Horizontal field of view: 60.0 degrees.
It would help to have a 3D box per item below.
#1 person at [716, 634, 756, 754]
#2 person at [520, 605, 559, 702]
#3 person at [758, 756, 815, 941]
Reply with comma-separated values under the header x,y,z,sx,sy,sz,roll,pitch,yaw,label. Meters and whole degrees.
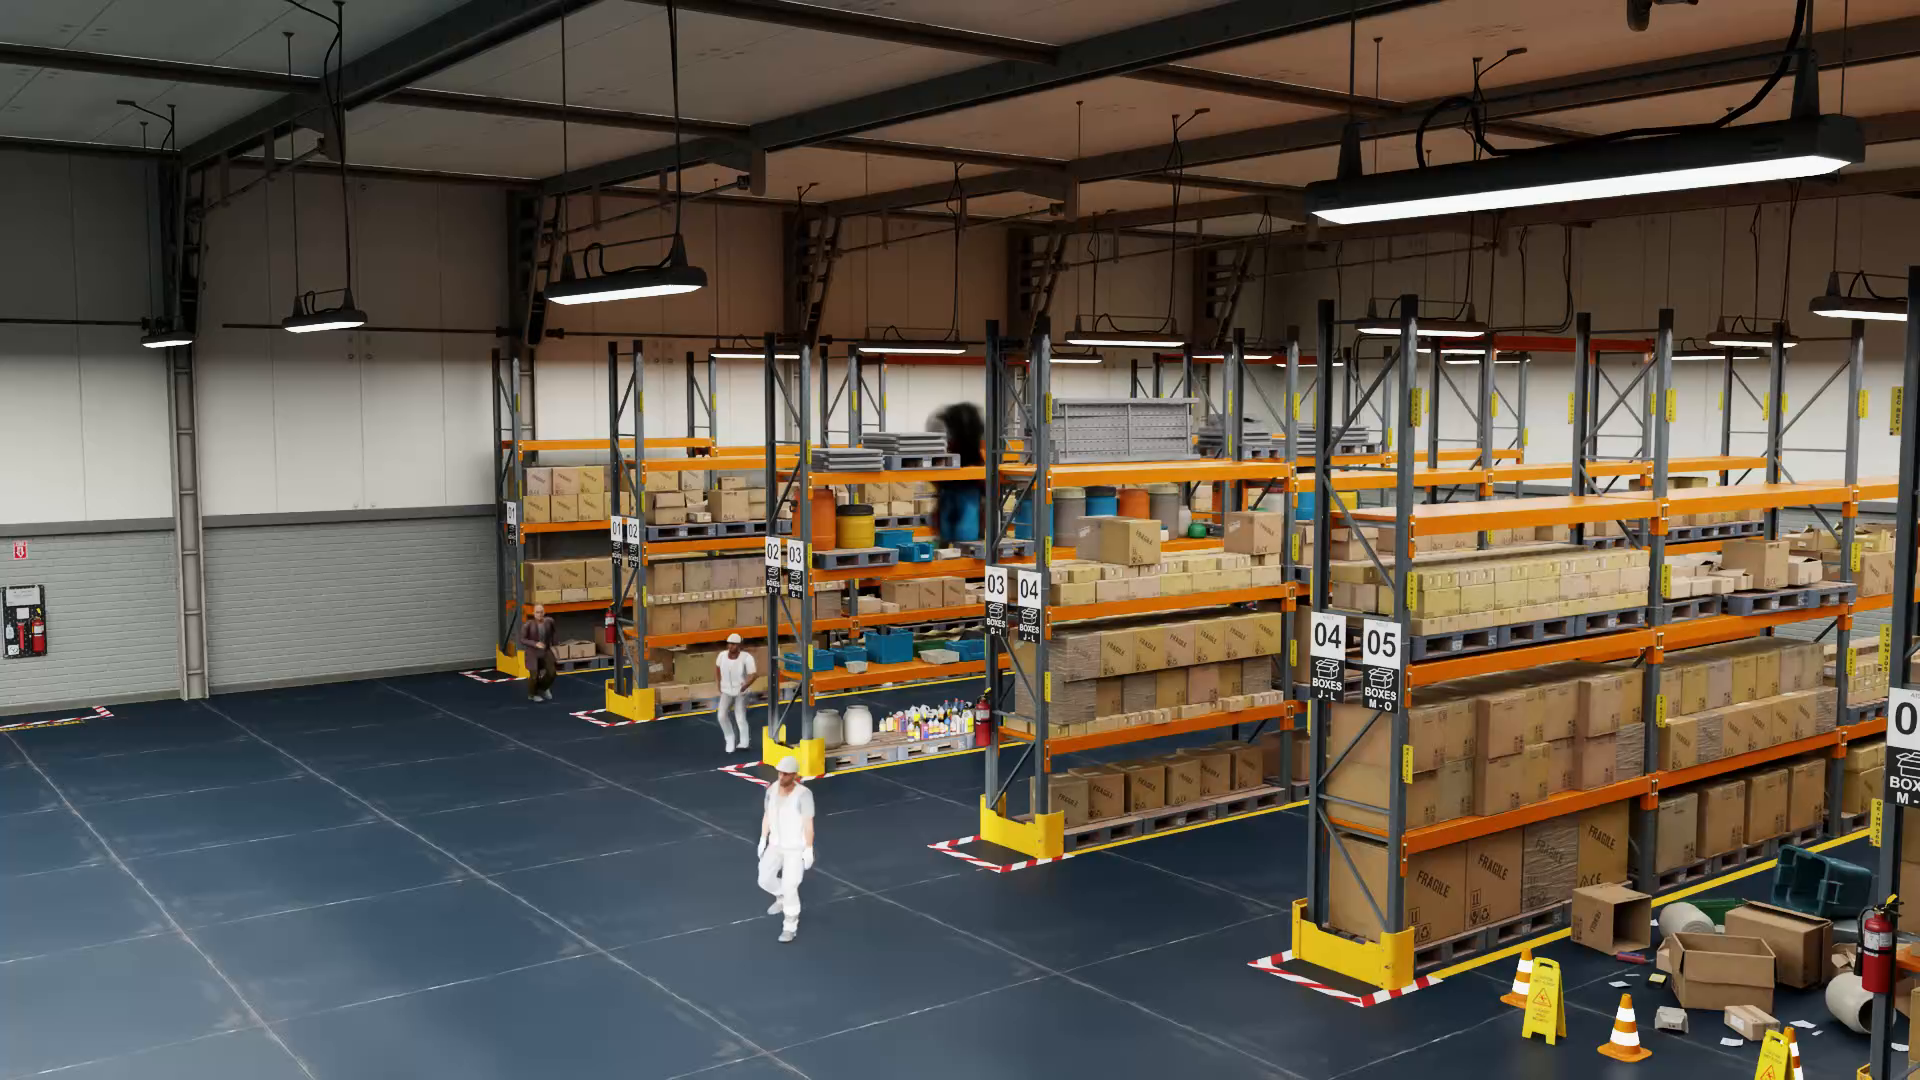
x,y,z,sx,sy,sz,roll,pitch,yaw,label
-3.262,2.205,23.913,0.688,1.741,0.769,1,5,12,person
-7.006,1.898,27.719,0.713,1.670,0.897,-3,6,-32,person
-1.647,2.885,15.857,0.718,1.762,0.620,3,6,30,person
